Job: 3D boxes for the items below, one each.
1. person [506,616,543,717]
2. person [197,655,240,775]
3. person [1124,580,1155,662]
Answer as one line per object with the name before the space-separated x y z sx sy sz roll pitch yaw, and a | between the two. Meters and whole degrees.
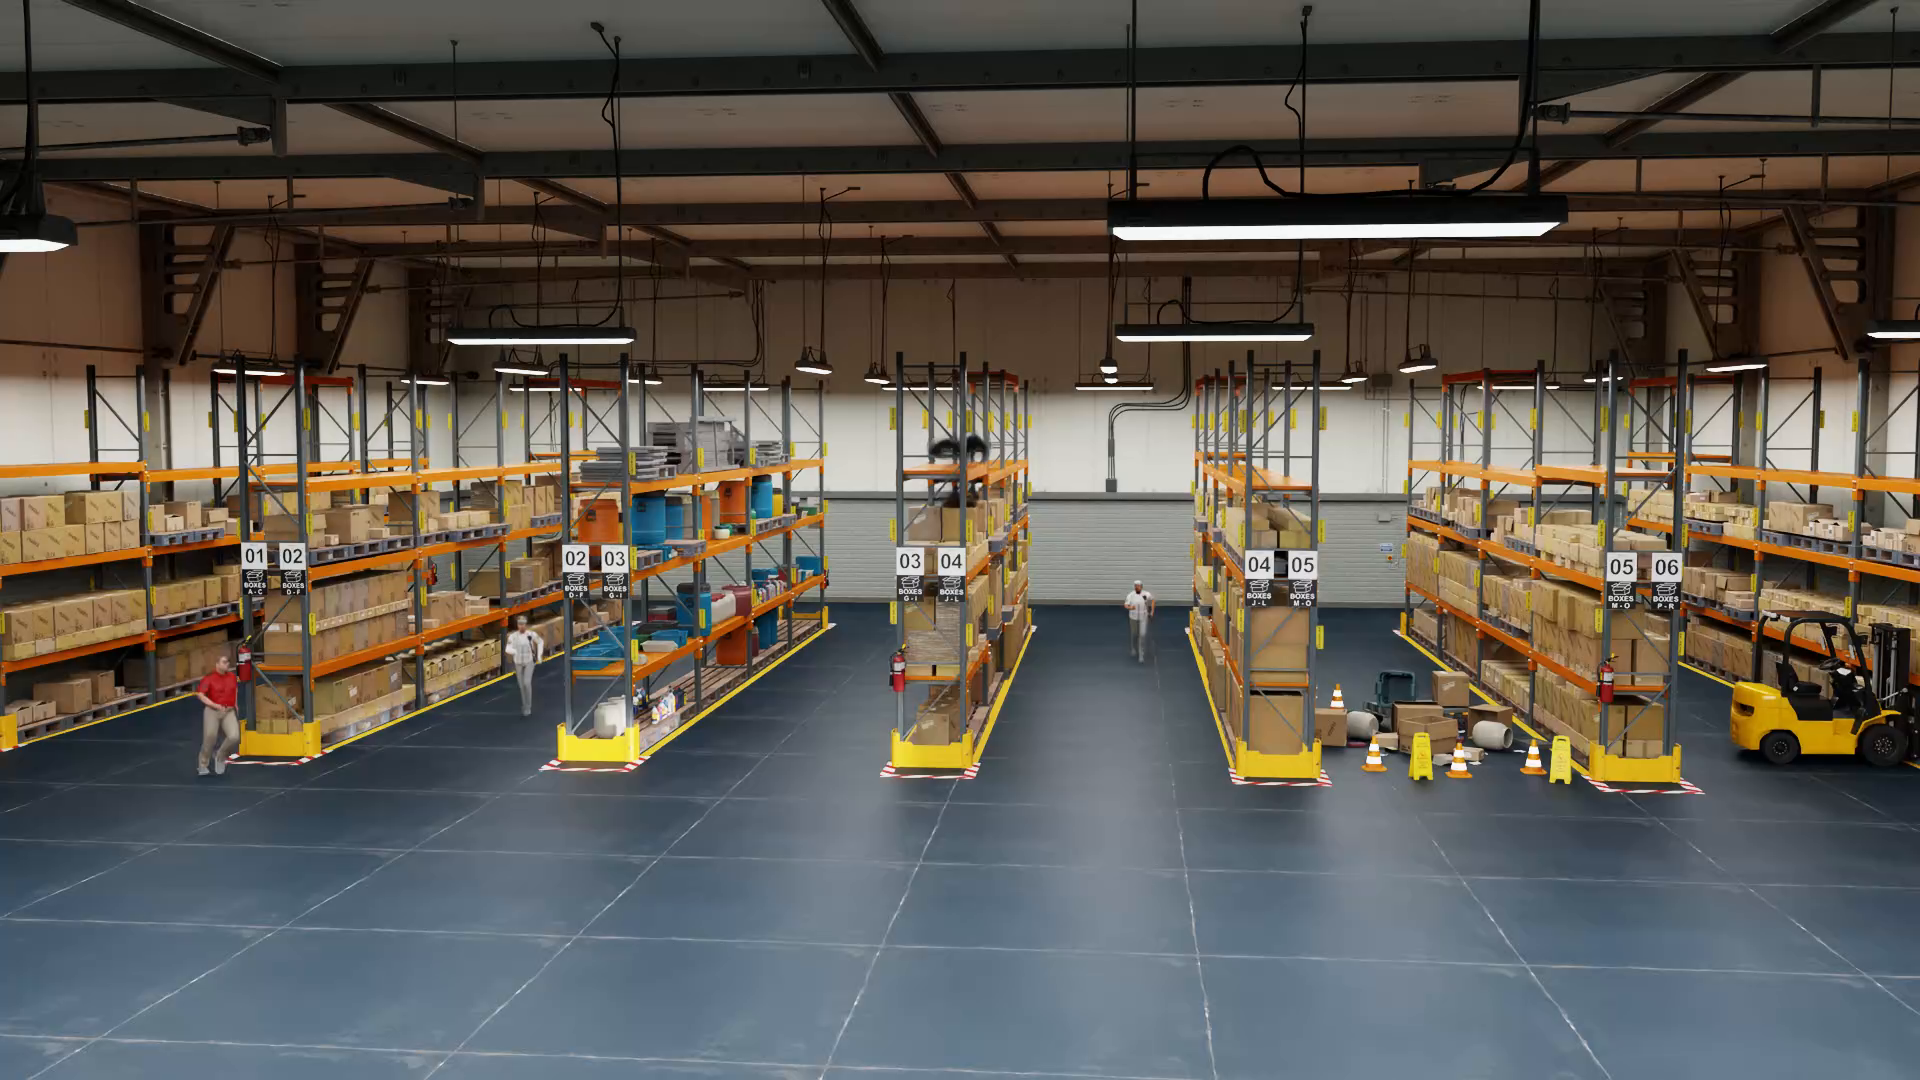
person | -7.448 2.144 28.411 0.555 1.738 0.812 0 4 0
person | -10.465 2.481 23.572 0.692 1.688 0.681 4 5 41
person | 3.784 1.689 35.050 0.612 1.709 0.901 1 4 12
